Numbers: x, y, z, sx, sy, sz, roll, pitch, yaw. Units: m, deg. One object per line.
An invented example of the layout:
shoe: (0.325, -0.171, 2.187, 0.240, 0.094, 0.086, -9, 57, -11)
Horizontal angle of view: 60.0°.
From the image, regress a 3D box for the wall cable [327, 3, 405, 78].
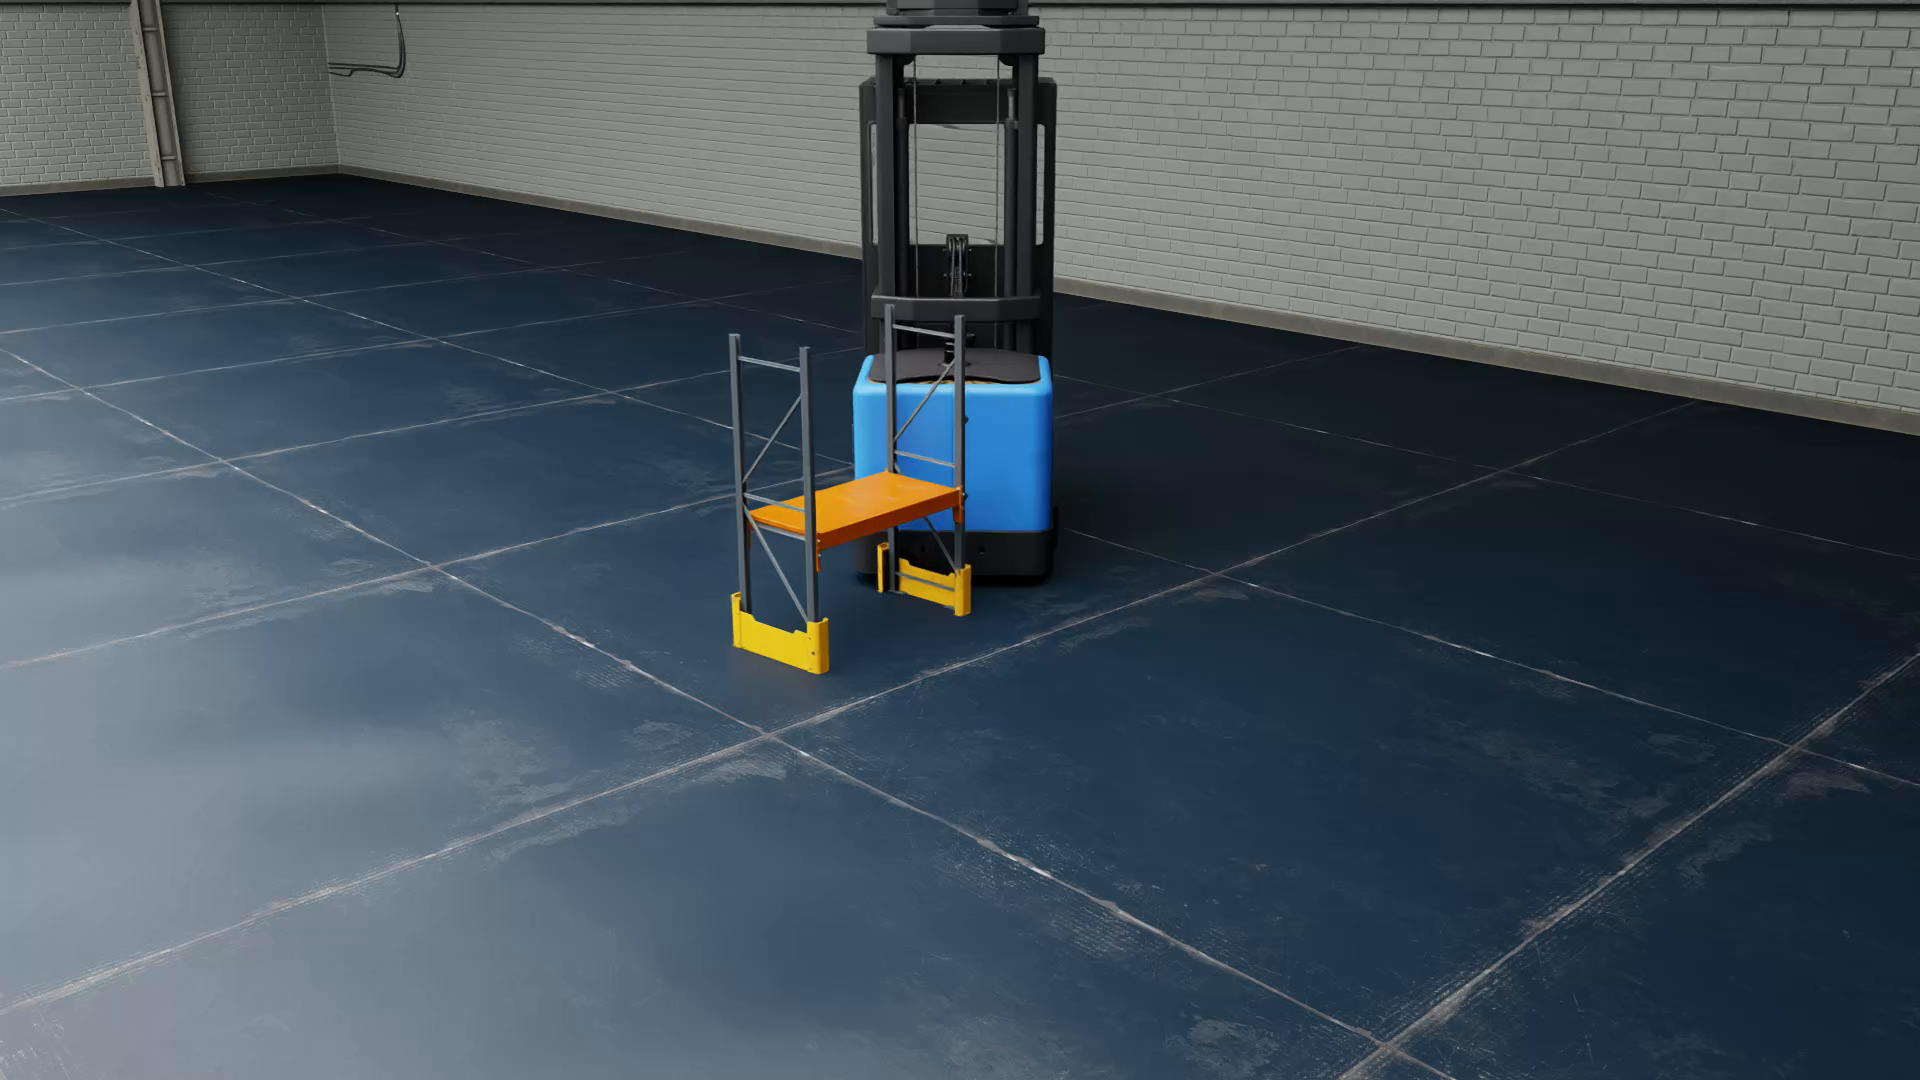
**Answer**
wall cable: (-10.106, -9.036, 27.797, 0.112, 2.526, 3.097, -16, 24, -41)

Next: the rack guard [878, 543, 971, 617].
rack guard: (-0.184, 0.199, 8.467, 0.587, 0.250, 0.087, 15, 23, 39)

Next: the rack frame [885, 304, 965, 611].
rack frame: (-0.172, -0.400, 8.288, 0.500, 1.500, 0.032, 15, 23, 39)

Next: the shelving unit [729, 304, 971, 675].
shelving unit: (-0.512, -0.280, 7.917, 0.587, 1.500, 1.083, 15, 23, 39)

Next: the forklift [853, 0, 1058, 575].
forklift: (-0.006, -1.610, 9.698, 1.130, 2.935, 3.031, 0, 18, 1)

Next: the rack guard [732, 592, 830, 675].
rack guard: (-0.839, 0.430, 7.753, 0.587, 0.250, 0.087, 15, 23, 39)

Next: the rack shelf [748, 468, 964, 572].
rack shelf: (-0.506, -0.111, 7.979, 0.538, 0.185, 1.000, 15, 23, 39)

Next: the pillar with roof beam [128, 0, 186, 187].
pillar with roof beam: (-10.198, -9.220, 23.331, 0.400, 9.000, 9.100, -16, 24, -41)

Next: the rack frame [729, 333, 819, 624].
rack frame: (-0.840, -0.164, 7.559, 0.500, 1.500, 0.032, 15, 23, 39)
